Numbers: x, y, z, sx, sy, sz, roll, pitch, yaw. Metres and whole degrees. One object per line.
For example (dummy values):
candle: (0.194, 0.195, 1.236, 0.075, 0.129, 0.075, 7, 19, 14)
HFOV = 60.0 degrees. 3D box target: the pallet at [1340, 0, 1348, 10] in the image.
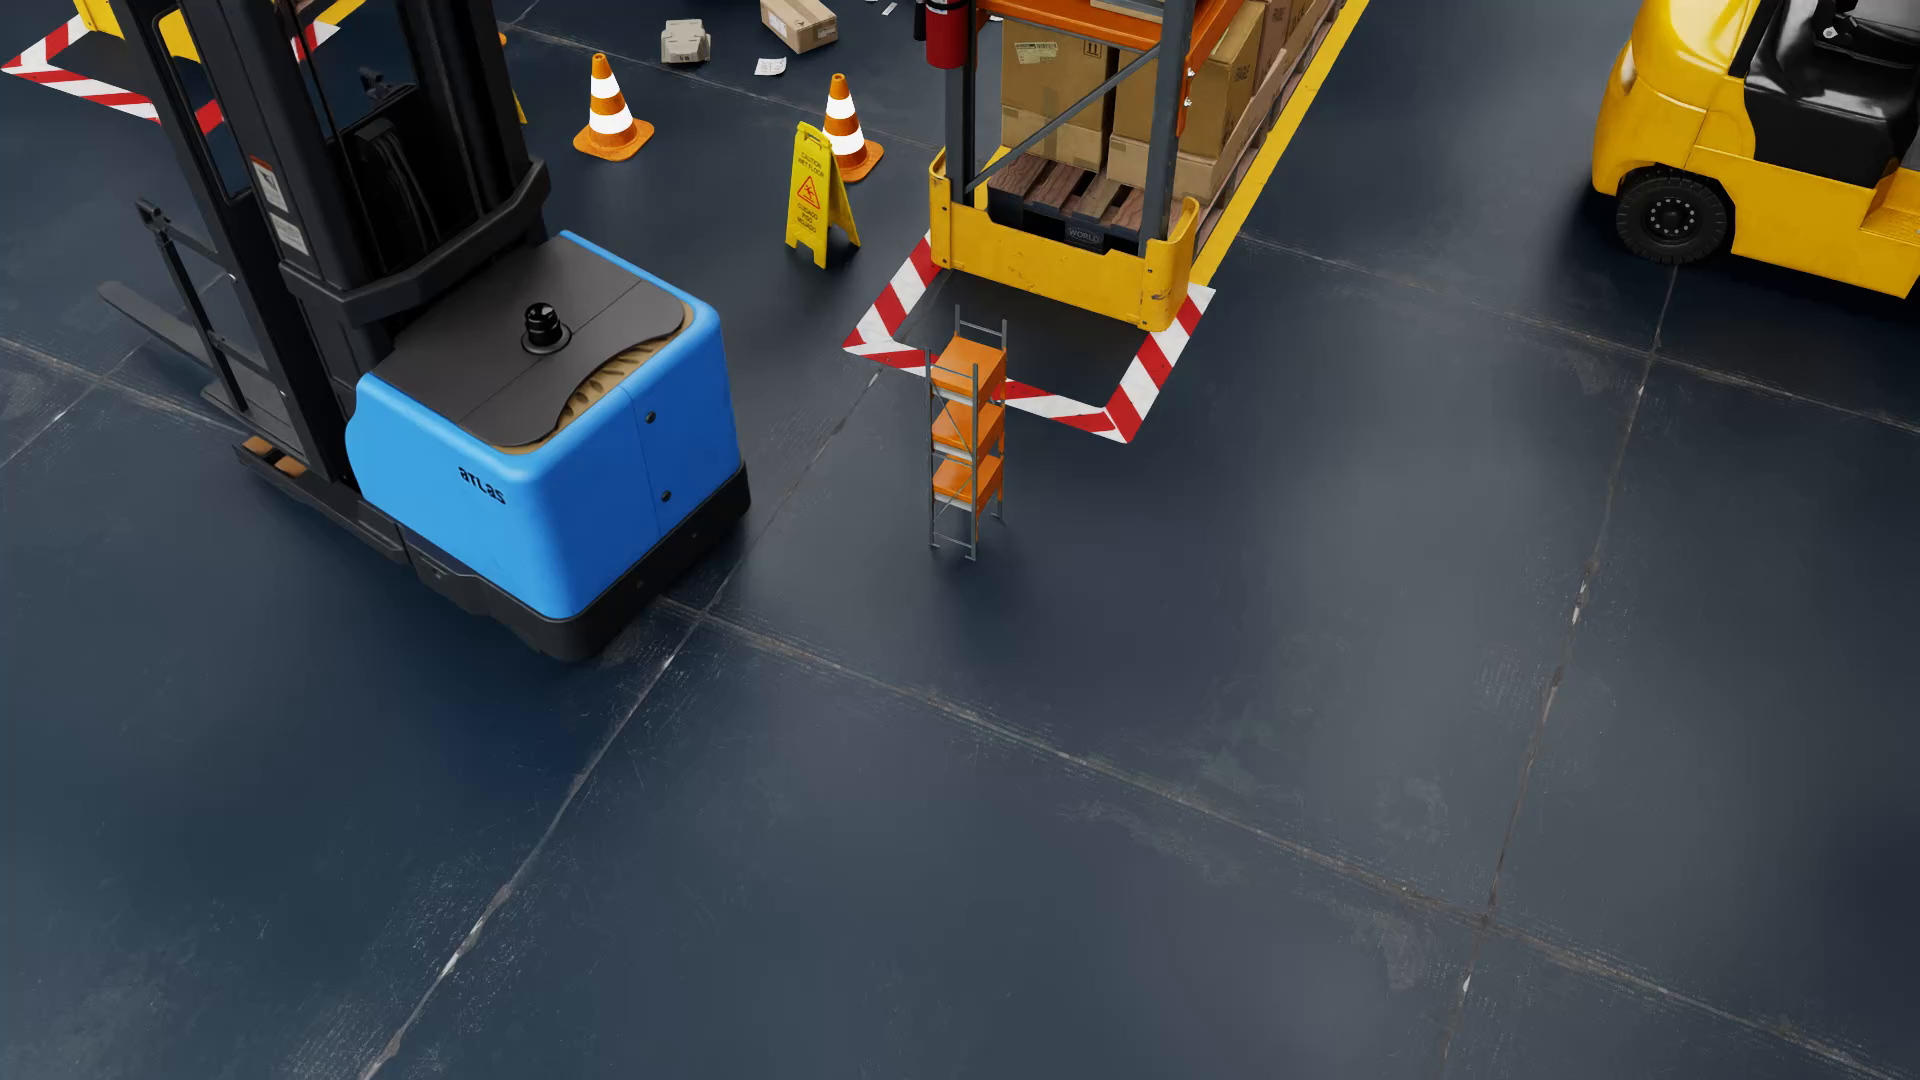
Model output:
pallet: (1.867, -3.506, 9.410, 1.003, 0.211, 1.213, 20, 52, 16)

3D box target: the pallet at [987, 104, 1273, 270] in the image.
pallet: (0.824, -1.826, 7.980, 1.003, 0.211, 1.213, 20, 52, 16)

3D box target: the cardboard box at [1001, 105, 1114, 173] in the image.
cardboard box: (0.525, -2.035, 7.857, 0.500, 0.250, 0.500, 20, 52, 16)

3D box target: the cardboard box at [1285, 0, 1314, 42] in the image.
cardboard box: (1.458, -2.803, 8.018, 0.500, 0.500, 0.500, 21, 53, 17)

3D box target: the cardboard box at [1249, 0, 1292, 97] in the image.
cardboard box: (1.236, -2.460, 7.726, 0.500, 0.500, 0.500, 18, 52, 15)

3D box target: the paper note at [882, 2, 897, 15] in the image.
paper note: (-0.380, -2.877, 9.007, 0.032, 0.001, 0.123, 20, 52, 16)

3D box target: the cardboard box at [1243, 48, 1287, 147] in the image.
cardboard box: (1.232, -2.188, 7.987, 0.500, 0.250, 0.500, 22, 53, 17)

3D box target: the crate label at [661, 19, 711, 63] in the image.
crate label: (-1.439, -2.606, 8.692, 0.250, 0.136, 0.298, -4, 50, -3)

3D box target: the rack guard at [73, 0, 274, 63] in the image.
rack guard: (-4.116, -2.843, 8.656, 1.175, 0.500, 0.348, 20, 52, 16)

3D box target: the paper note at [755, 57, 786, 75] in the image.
paper note: (-0.983, -2.465, 8.643, 0.148, 0.019, 0.142, 4, 50, 3)

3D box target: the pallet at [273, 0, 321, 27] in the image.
pallet: (-3.835, -3.342, 9.271, 1.003, 0.211, 1.213, 20, 52, 16)

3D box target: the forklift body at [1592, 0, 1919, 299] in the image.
forklift body: (4.063, -2.141, 6.974, 2.313, 2.155, 1.214, 20, 52, 16)

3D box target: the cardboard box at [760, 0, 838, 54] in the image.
cardboard box: (-0.854, -2.764, 8.820, 0.250, 0.149, 0.380, -28, 55, -22)

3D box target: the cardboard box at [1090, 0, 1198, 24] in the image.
cardboard box: (0.745, -2.214, 6.644, 0.380, 0.149, 0.250, 20, 52, 16)

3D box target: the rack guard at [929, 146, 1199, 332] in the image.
rack guard: (0.445, -1.371, 7.404, 1.175, 0.500, 0.348, 20, 52, 16)

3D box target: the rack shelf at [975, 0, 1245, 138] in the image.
rack shelf: (1.267, -3.273, 7.853, 1.077, 0.370, 4.000, 20, 52, 16)

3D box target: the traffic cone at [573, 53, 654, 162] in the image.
traffic cone: (-1.719, -2.150, 8.090, 0.336, 0.463, 0.334, 20, 52, 16)

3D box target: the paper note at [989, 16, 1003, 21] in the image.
paper note: (0.203, -2.852, 8.971, 0.142, 0.019, 0.148, 4, 50, 3)

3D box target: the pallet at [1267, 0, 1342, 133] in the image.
pallet: (1.347, -2.663, 8.692, 1.003, 0.211, 1.213, 20, 52, 16)

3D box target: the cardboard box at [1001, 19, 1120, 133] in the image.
cardboard box: (0.519, -2.253, 7.550, 0.500, 0.500, 0.500, 20, 53, 16)

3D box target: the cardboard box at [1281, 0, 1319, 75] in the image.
cardboard box: (1.454, -2.568, 8.311, 0.500, 0.250, 0.500, 23, 53, 18)

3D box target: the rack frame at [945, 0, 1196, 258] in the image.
rack frame: (0.413, -2.129, 6.407, 1.000, 3.000, 0.127, 20, 52, 16)

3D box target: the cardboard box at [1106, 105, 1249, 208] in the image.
cardboard box: (1.007, -1.839, 7.690, 0.500, 0.250, 0.500, 19, 52, 16)

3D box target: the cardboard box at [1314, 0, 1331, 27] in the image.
cardboard box: (1.672, -2.915, 8.606, 0.500, 0.250, 0.500, 21, 53, 17)

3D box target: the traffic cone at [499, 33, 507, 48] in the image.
traffic cone: (-2.595, -2.751, 8.603, 0.336, 0.463, 0.334, 20, 52, 16)

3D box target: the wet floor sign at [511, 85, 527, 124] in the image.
wet floor sign: (-2.328, -2.243, 8.050, 0.267, 0.644, 0.232, 12, 51, 10)

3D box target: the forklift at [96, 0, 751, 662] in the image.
forklift: (-2.321, -1.424, 5.852, 3.031, 2.935, 1.130, 29, 55, 22)

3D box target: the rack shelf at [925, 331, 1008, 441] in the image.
rack shelf: (0.023, -0.554, 5.989, 0.215, 0.259, 0.240, 20, 52, 16)

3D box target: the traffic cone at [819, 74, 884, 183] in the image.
traffic cone: (-0.570, -2.023, 7.982, 0.336, 0.463, 0.334, 20, 52, 16)

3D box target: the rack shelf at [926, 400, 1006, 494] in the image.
rack shelf: (0.023, -0.370, 6.205, 0.215, 0.259, 0.240, 20, 52, 16)

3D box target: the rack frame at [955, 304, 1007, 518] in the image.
rack frame: (0.075, -0.461, 6.268, 0.200, 1.050, 0.008, 20, 52, 16)

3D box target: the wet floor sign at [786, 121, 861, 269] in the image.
wet floor sign: (-0.636, -1.583, 7.489, 0.232, 0.644, 0.267, -37, 59, -27)

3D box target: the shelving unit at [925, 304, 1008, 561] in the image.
shelving unit: (0.023, -0.377, 6.197, 0.215, 1.050, 0.252, 20, 52, 16)

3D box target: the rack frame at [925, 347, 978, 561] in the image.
rack frame: (-0.029, -0.293, 6.125, 0.200, 1.050, 0.008, 20, 52, 16)

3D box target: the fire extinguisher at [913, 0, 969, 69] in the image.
fire extinguisher: (-0.053, -2.175, 6.497, 0.296, 0.674, 0.183, 20, 52, 16)

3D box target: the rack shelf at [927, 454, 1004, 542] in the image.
rack shelf: (0.023, -0.190, 6.416, 0.215, 0.259, 0.240, 20, 52, 16)

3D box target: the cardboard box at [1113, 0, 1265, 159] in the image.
cardboard box: (1.017, -2.099, 7.419, 0.500, 0.500, 0.500, 18, 52, 15)
